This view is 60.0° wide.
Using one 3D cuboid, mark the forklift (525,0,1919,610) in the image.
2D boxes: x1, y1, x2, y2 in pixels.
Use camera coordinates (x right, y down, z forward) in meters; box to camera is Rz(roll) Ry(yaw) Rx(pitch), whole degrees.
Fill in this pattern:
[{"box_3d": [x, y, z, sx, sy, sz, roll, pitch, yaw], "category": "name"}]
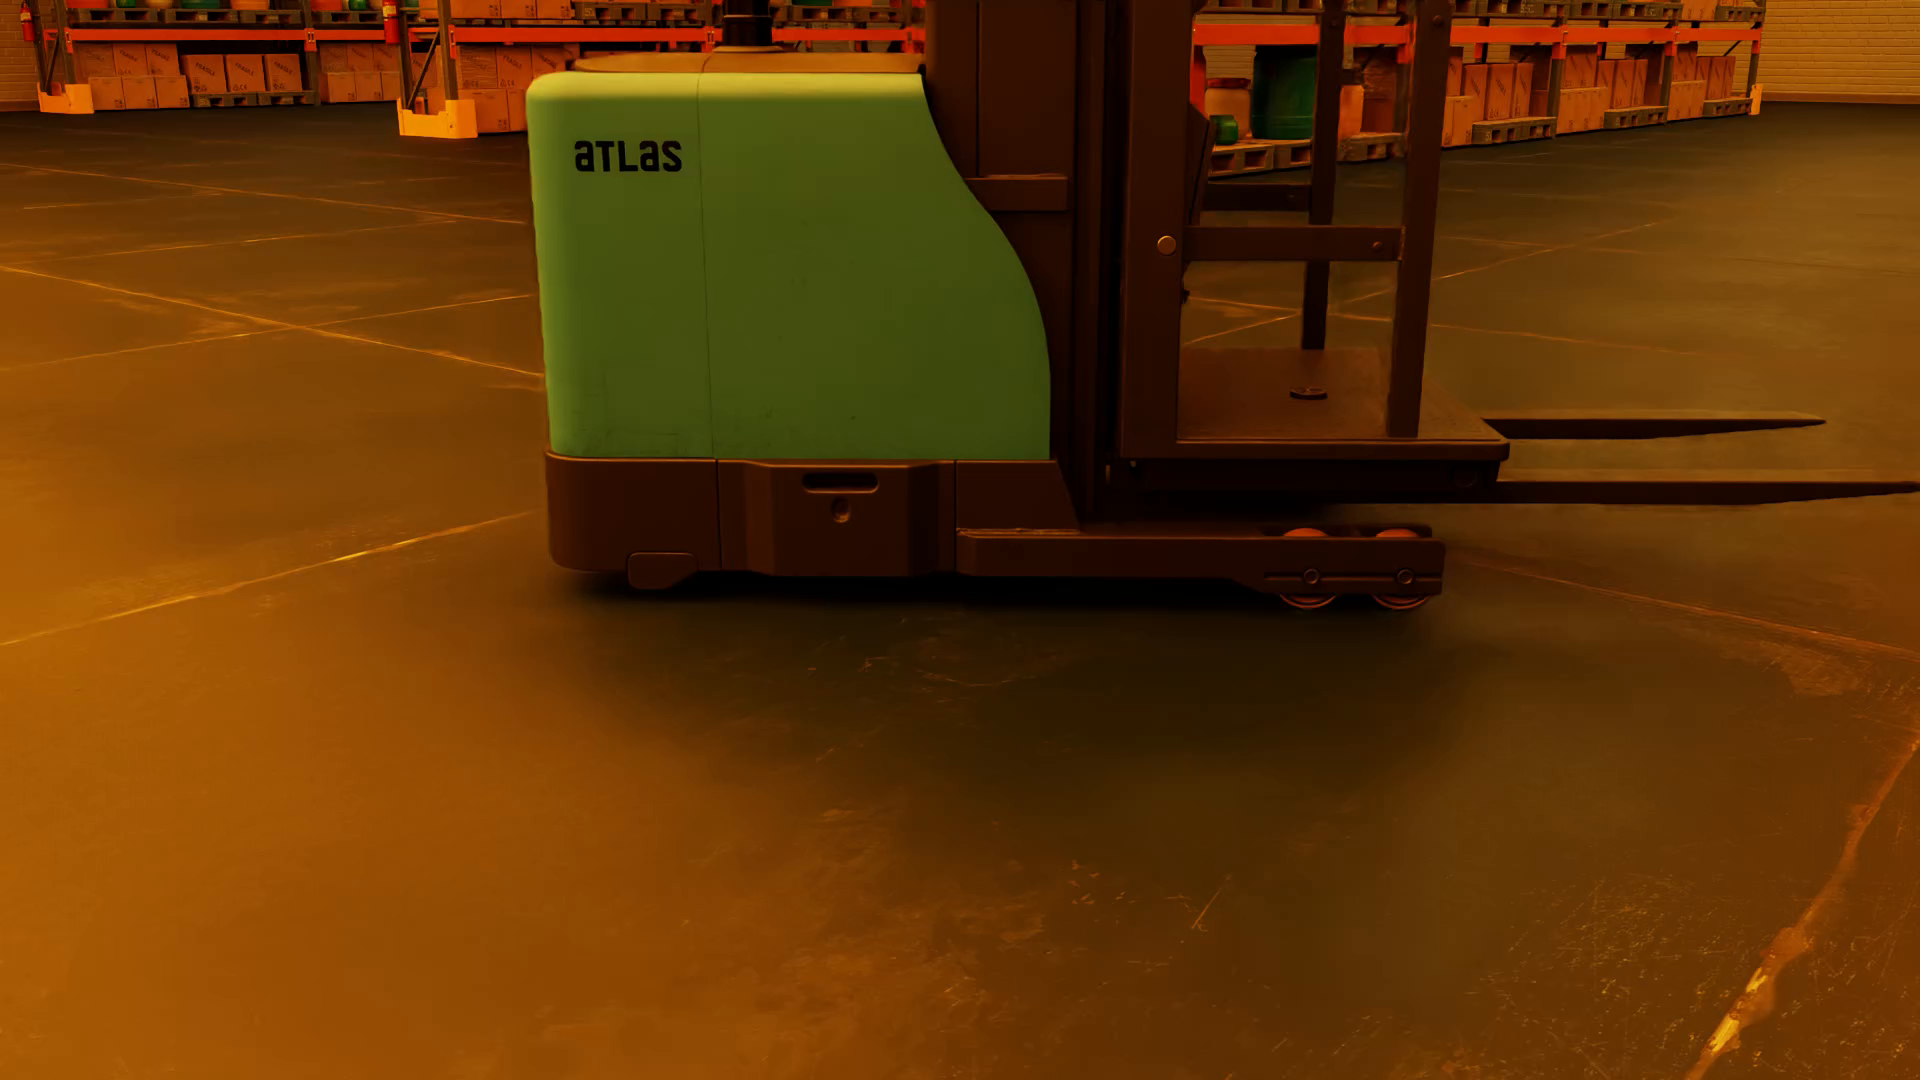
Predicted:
[{"box_3d": [0.646, -1.414, 3.554, 3.031, 2.935, 1.130, 0, 17, 1], "category": "forklift"}]
